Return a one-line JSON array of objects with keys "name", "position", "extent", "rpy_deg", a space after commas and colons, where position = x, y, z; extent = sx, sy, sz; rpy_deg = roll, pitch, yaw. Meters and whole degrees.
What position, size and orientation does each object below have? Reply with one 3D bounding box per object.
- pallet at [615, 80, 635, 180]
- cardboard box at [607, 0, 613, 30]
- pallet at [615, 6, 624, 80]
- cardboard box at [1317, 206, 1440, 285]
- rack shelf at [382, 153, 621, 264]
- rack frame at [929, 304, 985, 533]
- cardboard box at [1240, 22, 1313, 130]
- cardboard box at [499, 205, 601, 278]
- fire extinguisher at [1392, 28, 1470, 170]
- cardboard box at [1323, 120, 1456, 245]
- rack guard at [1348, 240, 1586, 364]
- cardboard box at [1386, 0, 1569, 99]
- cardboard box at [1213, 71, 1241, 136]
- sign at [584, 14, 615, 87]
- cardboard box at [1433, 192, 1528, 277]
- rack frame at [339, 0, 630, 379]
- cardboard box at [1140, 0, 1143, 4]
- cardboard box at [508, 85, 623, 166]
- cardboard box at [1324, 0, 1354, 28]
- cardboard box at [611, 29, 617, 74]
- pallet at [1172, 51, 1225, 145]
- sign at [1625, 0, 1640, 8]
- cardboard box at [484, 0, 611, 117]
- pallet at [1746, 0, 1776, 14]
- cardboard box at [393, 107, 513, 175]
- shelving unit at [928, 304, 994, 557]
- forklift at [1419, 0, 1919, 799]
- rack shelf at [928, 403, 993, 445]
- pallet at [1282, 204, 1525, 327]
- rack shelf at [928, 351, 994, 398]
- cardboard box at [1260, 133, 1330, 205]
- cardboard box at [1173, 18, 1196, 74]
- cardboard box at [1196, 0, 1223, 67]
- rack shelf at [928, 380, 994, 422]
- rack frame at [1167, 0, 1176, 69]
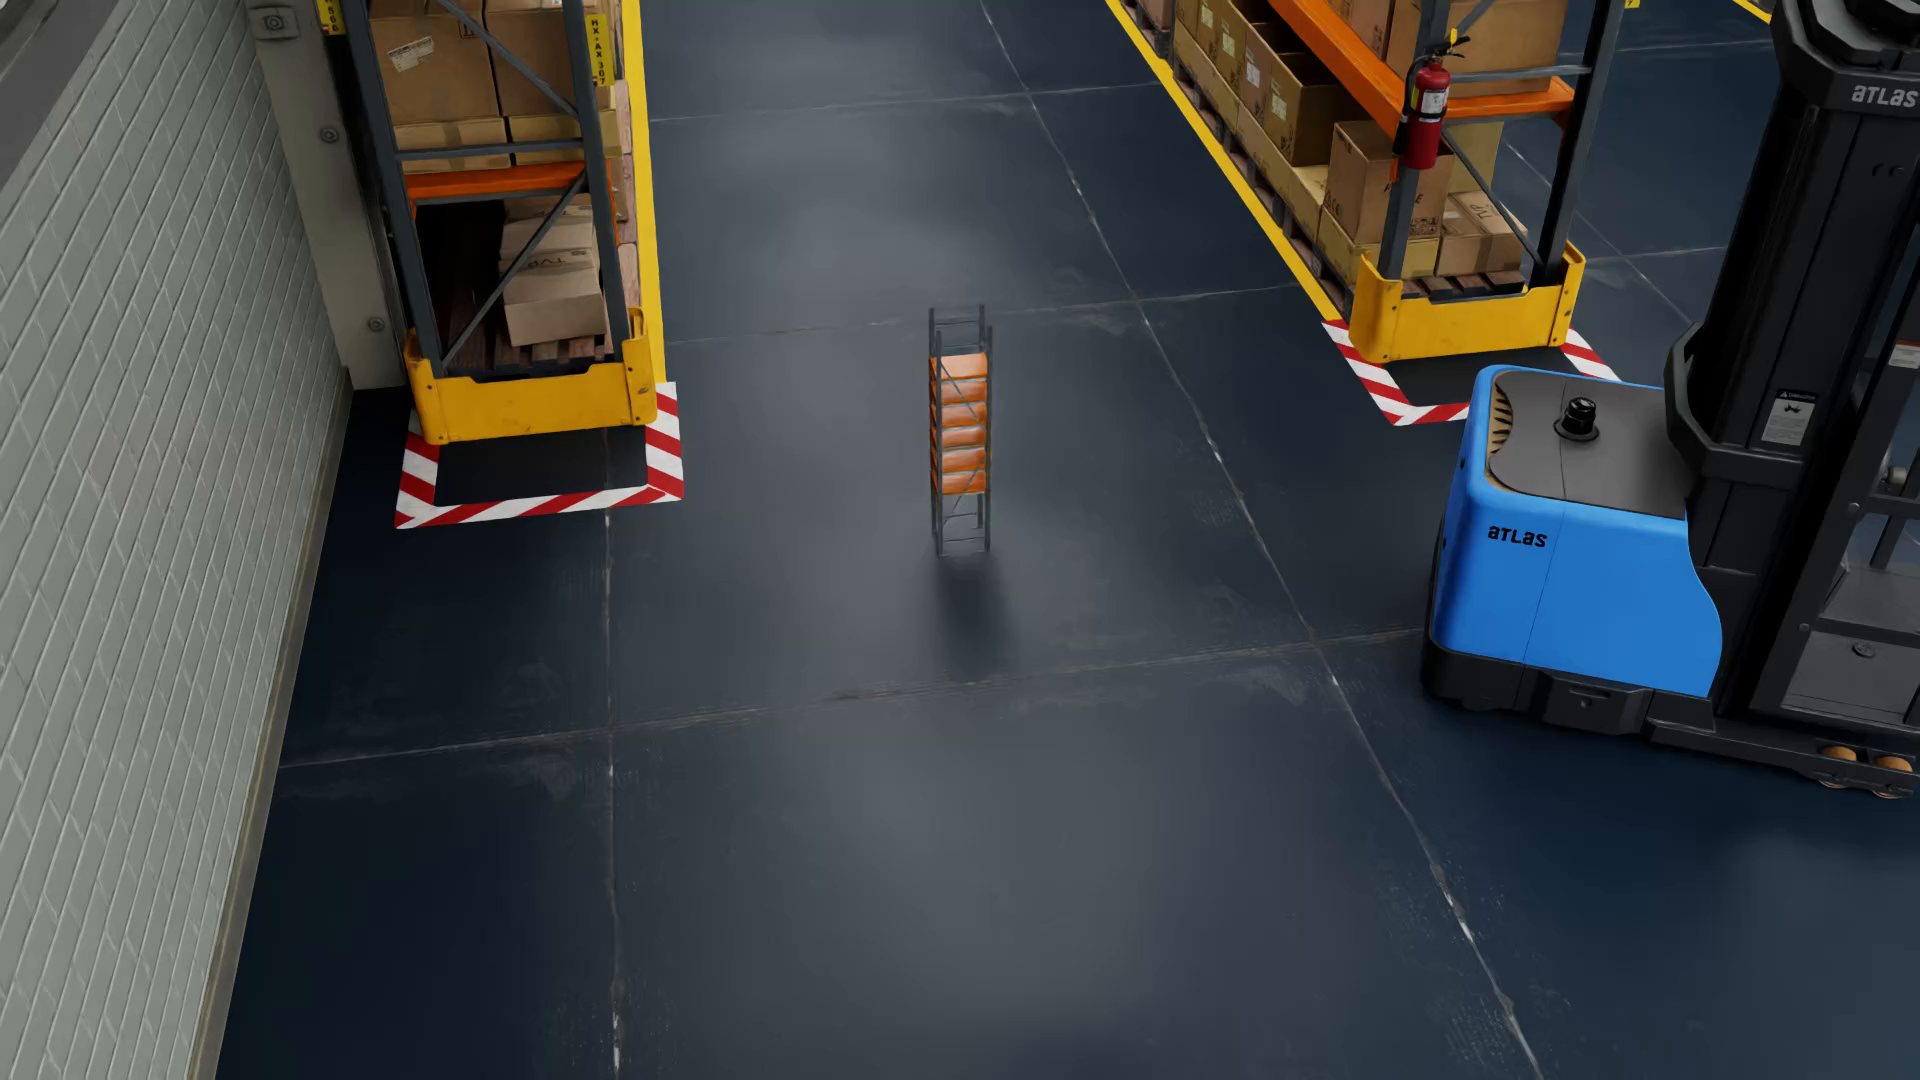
[{"name": "pallet", "position": [-2.689, -2.690, 11.040], "extent": [1.003, 0.211, 1.213], "rpy_deg": [-6, 38, -8]}, {"name": "cardboard box", "position": [-2.090, -2.955, 8.603], "extent": [0.500, 0.500, 0.500], "rpy_deg": [-7, 38, -9]}, {"name": "pallet", "position": [-2.980, -3.562, 12.163], "extent": [1.003, 0.211, 1.213], "rpy_deg": [-6, 38, -8]}, {"name": "cardboard box", "position": [2.351, -1.684, 9.372], "extent": [0.500, 0.250, 0.500], "rpy_deg": [-6, 38, -8]}, {"name": "rack shelf", "position": [-2.491, -2.701, 9.368], "extent": [1.077, 0.370, 4.000], "rpy_deg": [-6, 38, -8]}, {"name": "rack frame", "position": [-0.013, -0.520, 7.442], "extent": [0.240, 1.200, 0.006], "rpy_deg": [-6, 38, -8]}, {"name": "cardboard box", "position": [2.073, -2.885, 10.306], "extent": [0.500, 0.500, 0.500], "rpy_deg": [-6, 38, -8]}, {"name": "cardboard box", "position": [-2.273, -1.661, 9.276], "extent": [0.500, 0.311, 0.500], "rpy_deg": [-3, 38, -4]}, {"name": "fire extinguisher", "position": [2.299, -2.160, 8.149], "extent": [0.296, 0.674, 0.183], "rpy_deg": [-6, 38, -8]}, {"name": "cardboard box", "position": [2.349, -1.980, 9.141], "extent": [0.500, 0.500, 0.500], "rpy_deg": [-6, 38, -8]}, {"name": "rack guard", "position": [2.740, -1.310, 9.029], "extent": [1.175, 0.500, 0.348], "rpy_deg": [-6, 38, -8]}, {"name": "cardboard box", "position": [2.667, -2.635, 8.615], "extent": [0.700, 0.500, 0.500], "rpy_deg": [-6, 38, -8]}, {"name": "cardboard box", "position": [1.983, -2.890, 10.924], "extent": [0.500, 0.250, 0.500], "rpy_deg": [-6, 38, -8]}, {"name": "sign", "position": [-1.606, -2.177, 7.402], "extent": [0.100, 0.325, 0.005], "rpy_deg": [-6, 38, -8]}, {"name": "cardboard box", "position": [2.861, -1.740, 9.443], "extent": [0.500, 0.250, 0.500], "rpy_deg": [-6, 38, -8]}, {"name": "rack frame", "position": [-2.141, -1.777, 7.592], "extent": [1.000, 3.000, 0.127], "rpy_deg": [-6, 38, -8]}, {"name": "cardboard box", "position": [1.590, -4.333, 12.781], "extent": [0.500, 0.250, 0.500], "rpy_deg": [-7, 38, -9]}, {"name": "cardboard box", "position": [-1.913, -2.055, 8.056], "extent": [0.500, 0.250, 0.500], "rpy_deg": [-7, 38, -9]}, {"name": "cardboard box", "position": [2.488, -3.252, 9.410], "extent": [0.700, 0.500, 0.500], "rpy_deg": [-6, 38, -8]}, {"name": "cardboard box", "position": [-2.102, -2.675, 8.854], "extent": [0.500, 0.250, 0.500], "rpy_deg": [-7, 38, -9]}, {"name": "pallet", "position": [2.133, -3.142, 11.622], "extent": [1.003, 0.211, 1.213], "rpy_deg": [-6, 38, -8]}, {"name": "sign", "position": [3.283, -2.741, 8.063], "extent": [0.100, 0.325, 0.005], "rpy_deg": [-6, 38, -8]}, {"name": "cardboard box", "position": [-1.928, -2.342, 7.815], "extent": [0.500, 0.500, 0.500], "rpy_deg": [-6, 38, -8]}, {"name": "pallet", "position": [6.736, -4.628, 13.534], "extent": [1.003, 0.211, 1.213], "rpy_deg": [-6, 38, -8]}, {"name": "cardboard box", "position": [-2.413, -1.987, 7.969], "extent": [0.500, 0.250, 0.500], "rpy_deg": [-6, 38, -7]}, {"name": "shelving unit", "position": [0.003, -0.465, 7.371], "extent": [0.258, 1.200, 0.189], "rpy_deg": [-6, 38, -8]}, {"name": "forklift", "position": [3.478, -0.519, 6.029], "extent": [3.031, 2.935, 1.130], "rpy_deg": [10, 39, 13]}, {"name": "rack shelf", "position": [0.003, -0.525, 7.324], "extent": [0.258, 0.103, 0.180], "rpy_deg": [-6, 38, -8]}, {"name": "pallet", "position": [2.561, -1.668, 9.725], "extent": [1.003, 0.211, 1.213], "rpy_deg": [-6, 38, -8]}, {"name": "rack shelf", "position": [0.003, -0.714, 7.177], "extent": [0.258, 0.103, 0.180], "rpy_deg": [-6, 38, -8]}, {"name": "cardboard box", "position": [2.162, -2.287, 10.147], "extent": [0.500, 0.250, 0.500], "rpy_deg": [-6, 38, -8]}, {"name": "cardboard box", "position": [1.817, -3.495, 11.703], "extent": [0.500, 0.250, 0.500], "rpy_deg": [-6, 38, -8]}, {"name": "cardboard box", "position": [1.903, -3.489, 11.084], "extent": [0.500, 0.500, 0.500], "rpy_deg": [-6, 38, -8]}, {"name": "rack shelf", "position": [0.003, -0.620, 7.251], "extent": [0.258, 0.103, 0.180], "rpy_deg": [-6, 38, -8]}, {"name": "rack frame", "position": [2.035, -4.728, 11.391], "extent": [1.000, 3.000, 0.127], "rpy_deg": [-6, 38, -8]}]
